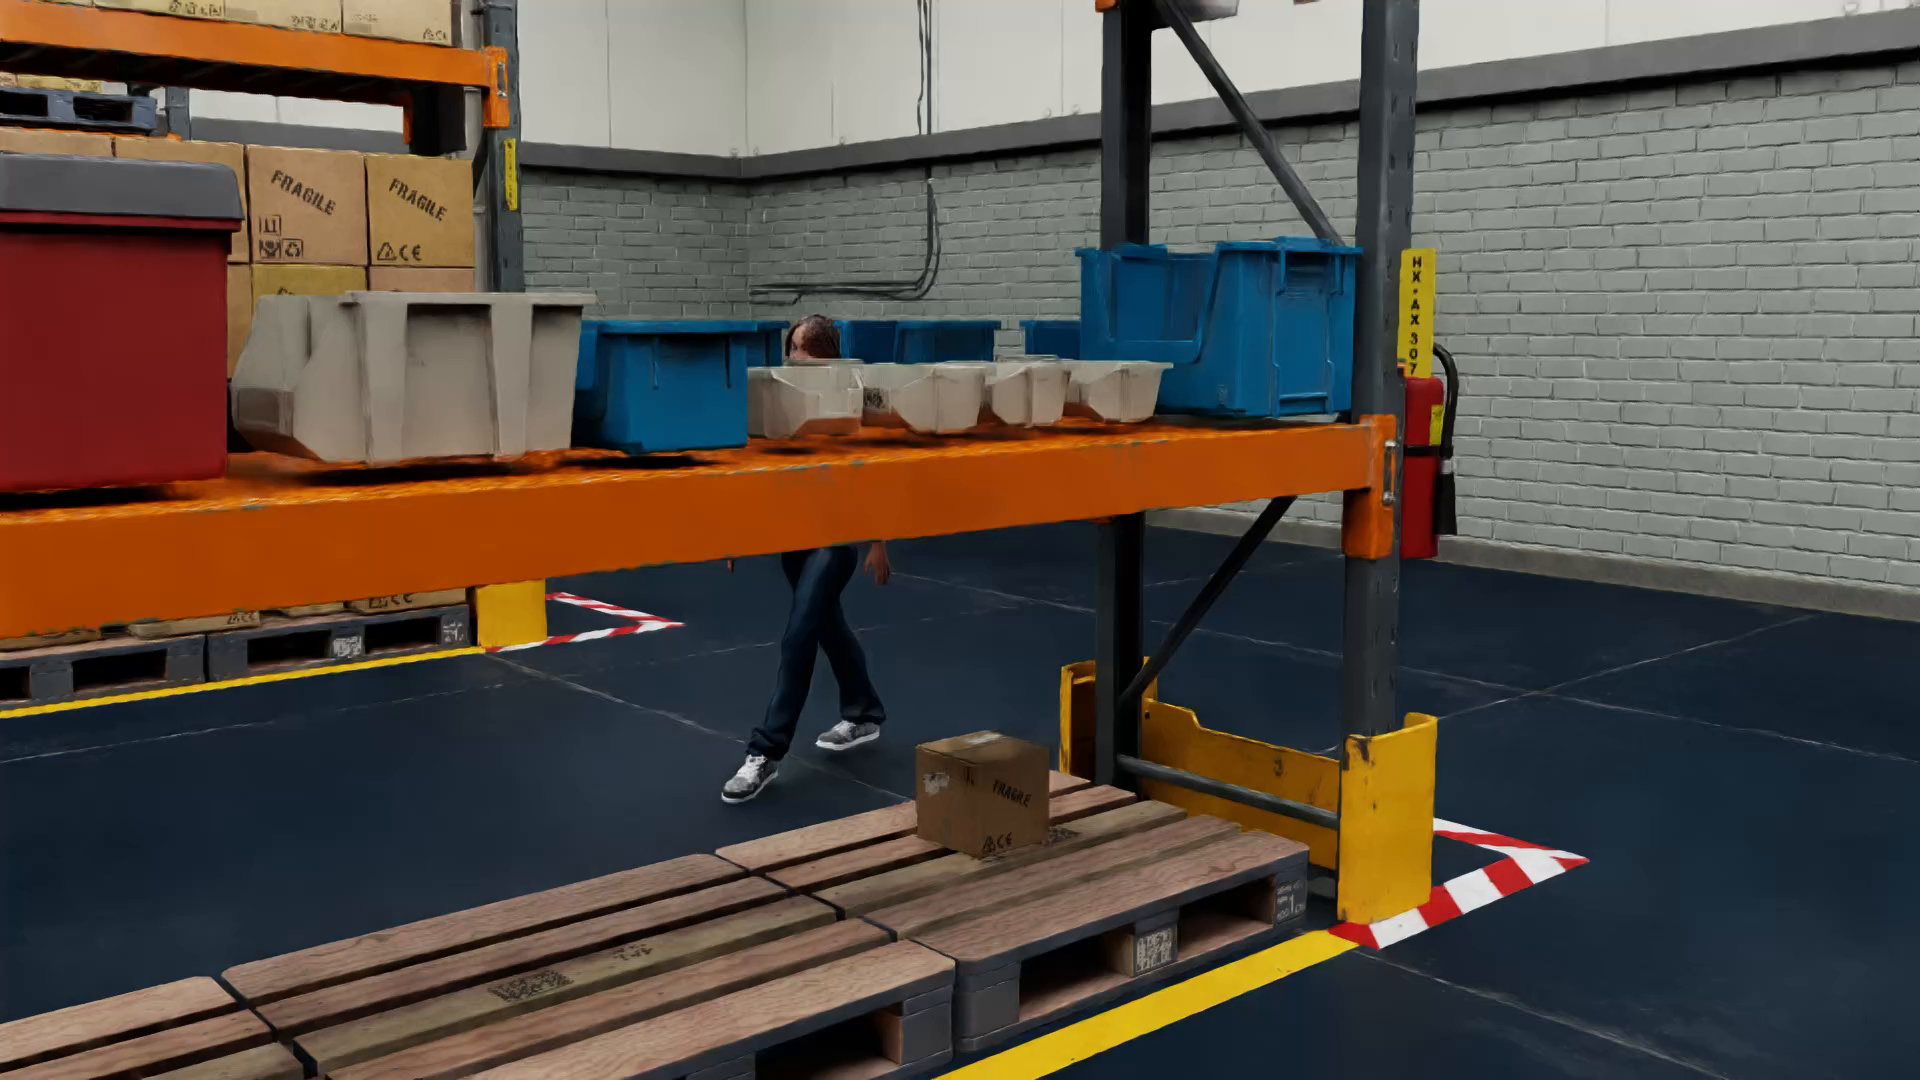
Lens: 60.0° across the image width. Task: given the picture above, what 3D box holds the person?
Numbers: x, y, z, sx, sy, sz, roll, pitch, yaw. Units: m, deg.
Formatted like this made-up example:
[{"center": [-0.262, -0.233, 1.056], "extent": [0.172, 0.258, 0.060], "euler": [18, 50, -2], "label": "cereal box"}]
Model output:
[{"center": [-0.539, 0.022, 5.645], "extent": [0.454, 1.571, 0.876], "euler": [6, 10, 40], "label": "person"}]
